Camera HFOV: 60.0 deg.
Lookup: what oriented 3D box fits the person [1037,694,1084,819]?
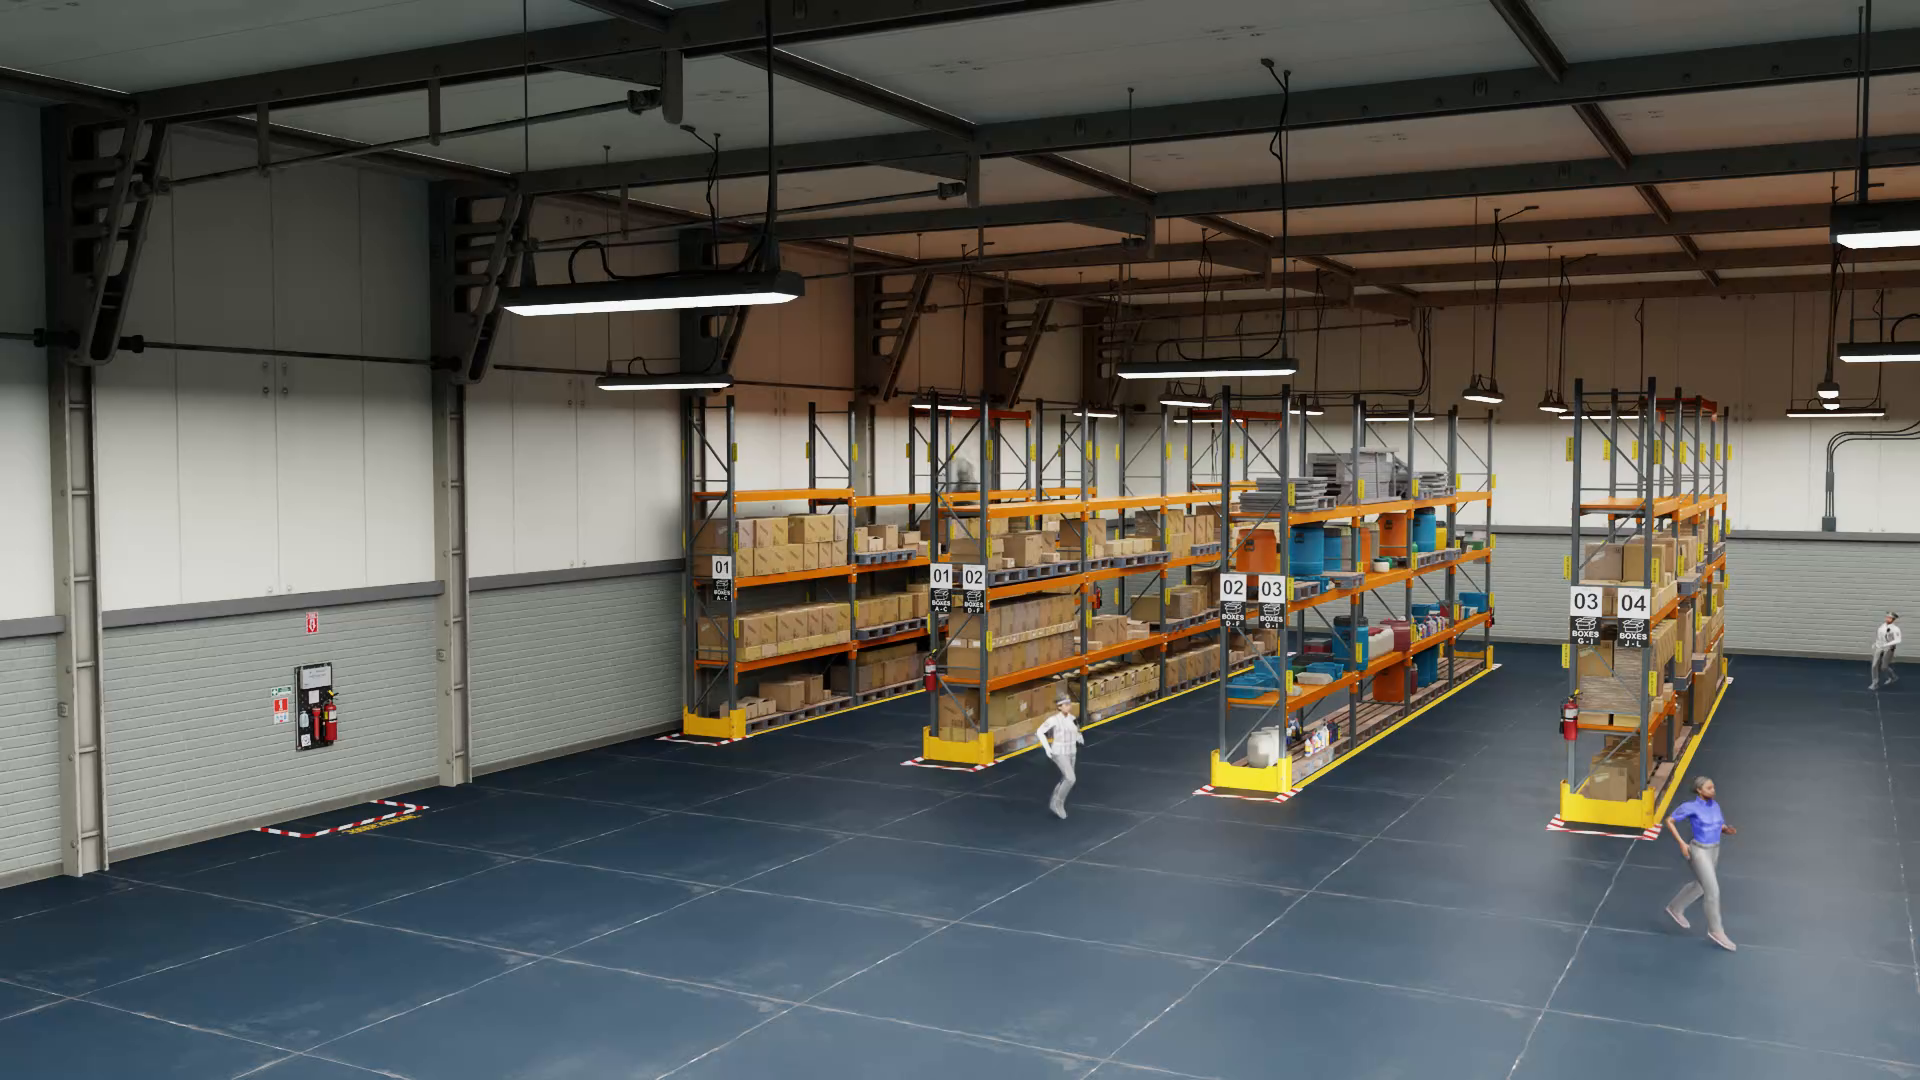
[{"bbox_3d":[1.441,2.961,22.763,0.583,1.695,0.667,-3,4,-41],"label":"person"}]

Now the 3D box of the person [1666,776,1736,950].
[{"bbox_3d":[7.620,3.259,17.065,0.561,1.684,0.860,-2,4,-32],"label":"person"}]

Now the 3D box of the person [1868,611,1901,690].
[{"bbox_3d":[19.575,2.337,35.069,0.762,1.687,0.643,-1,3,-22],"label":"person"}]
